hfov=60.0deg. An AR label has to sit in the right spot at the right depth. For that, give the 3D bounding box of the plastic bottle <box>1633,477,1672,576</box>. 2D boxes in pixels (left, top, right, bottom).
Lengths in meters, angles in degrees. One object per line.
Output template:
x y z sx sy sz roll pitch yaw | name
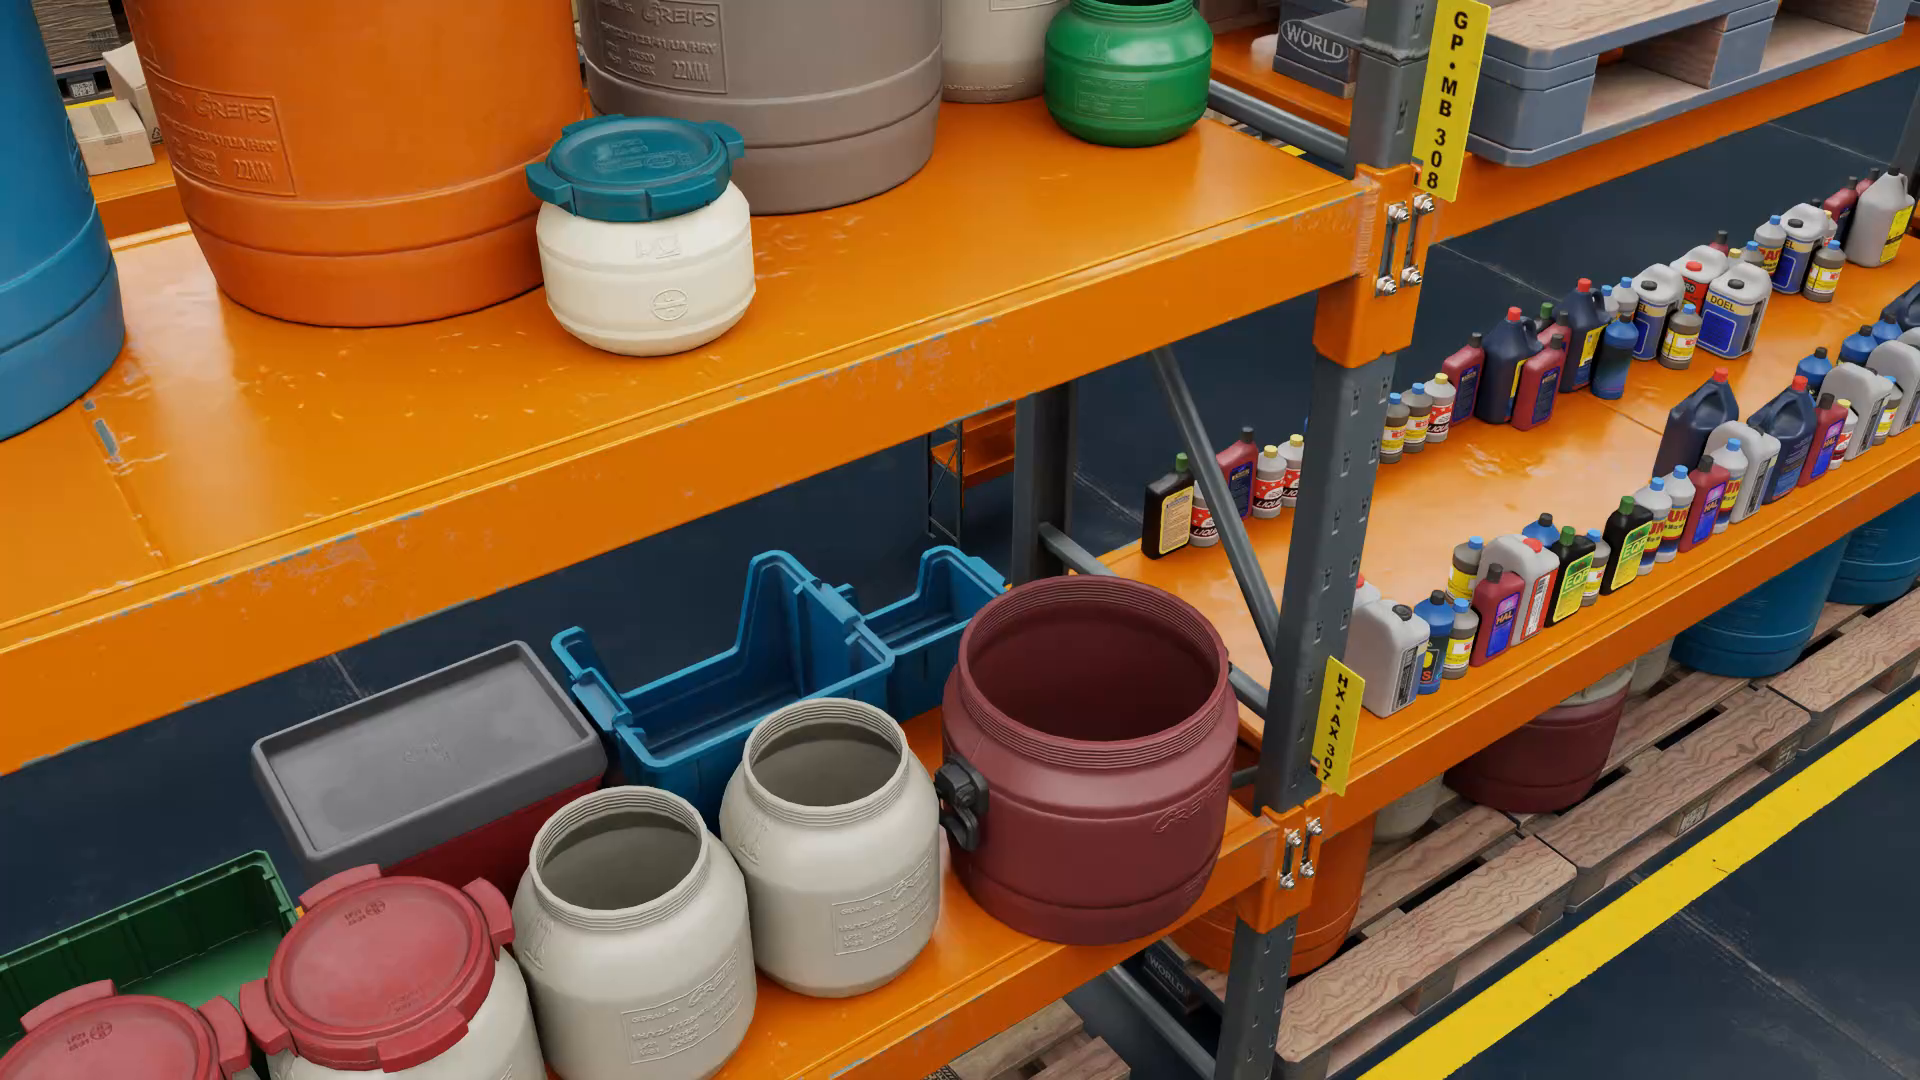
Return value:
1.794 -0.043 4.351 0.097 0.271 0.097 0 36 0 | plastic bottle

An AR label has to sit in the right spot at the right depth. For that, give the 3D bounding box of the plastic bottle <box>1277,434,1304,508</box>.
0.926 -0.199 4.628 0.097 0.201 0.097 0 36 0 | plastic bottle

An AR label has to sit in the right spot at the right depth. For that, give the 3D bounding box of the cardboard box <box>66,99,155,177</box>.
-3.393 -1.607 6.631 0.250 0.149 0.380 -19 40 -25 | cardboard box

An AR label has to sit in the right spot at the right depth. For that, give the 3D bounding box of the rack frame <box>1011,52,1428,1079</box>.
0.468 0.200 3.903 0.127 3.000 1.000 -22 41 -28 | rack frame

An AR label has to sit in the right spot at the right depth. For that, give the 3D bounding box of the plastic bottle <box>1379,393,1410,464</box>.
1.244 -0.330 4.811 0.097 0.201 0.097 0 36 0 | plastic bottle

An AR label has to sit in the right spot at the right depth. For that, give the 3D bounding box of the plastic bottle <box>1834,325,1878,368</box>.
2.693 -0.522 5.017 0.097 0.271 0.097 0 36 0 | plastic bottle

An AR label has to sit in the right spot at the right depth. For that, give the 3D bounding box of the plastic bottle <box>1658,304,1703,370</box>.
2.280 -0.648 5.252 0.097 0.201 0.097 0 36 0 | plastic bottle

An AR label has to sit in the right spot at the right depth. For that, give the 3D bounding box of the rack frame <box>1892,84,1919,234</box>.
3.737 -1.145 5.774 0.127 3.000 1.000 -22 41 -28 | rack frame

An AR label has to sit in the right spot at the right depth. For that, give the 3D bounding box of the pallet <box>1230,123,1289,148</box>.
1.449 -2.609 10.197 1.213 0.211 1.003 -22 41 -28 | pallet

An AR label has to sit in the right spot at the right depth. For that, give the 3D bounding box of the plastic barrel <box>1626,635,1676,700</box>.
2.191 0.254 5.598 0.421 0.512 0.421 0 36 0 | plastic barrel

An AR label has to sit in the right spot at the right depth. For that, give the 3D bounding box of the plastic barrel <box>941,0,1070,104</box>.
0.037 -1.105 3.052 0.421 0.512 0.421 0 36 0 | plastic barrel

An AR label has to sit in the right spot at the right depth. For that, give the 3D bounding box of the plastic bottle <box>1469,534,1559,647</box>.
1.386 0.104 4.143 0.135 0.276 0.152 -22 41 -28 | plastic bottle

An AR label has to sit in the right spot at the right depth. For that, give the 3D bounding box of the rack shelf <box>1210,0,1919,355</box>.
2.103 -1.398 4.172 4.000 0.370 1.077 -22 41 -28 | rack shelf

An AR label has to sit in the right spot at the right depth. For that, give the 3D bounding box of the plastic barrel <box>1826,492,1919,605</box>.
3.283 -0.289 6.020 0.708 0.901 0.600 -22 41 -28 | plastic barrel

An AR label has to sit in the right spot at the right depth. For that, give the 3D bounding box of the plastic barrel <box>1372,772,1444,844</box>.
1.268 0.634 5.070 0.421 0.512 0.421 0 36 0 | plastic barrel

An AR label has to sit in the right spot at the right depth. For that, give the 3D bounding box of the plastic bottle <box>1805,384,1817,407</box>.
2.368 -0.323 4.740 0.097 0.271 0.097 0 36 0 | plastic bottle

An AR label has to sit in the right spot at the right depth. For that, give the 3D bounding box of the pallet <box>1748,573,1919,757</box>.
3.083 0.226 6.255 1.213 0.211 1.003 -22 41 -28 | pallet

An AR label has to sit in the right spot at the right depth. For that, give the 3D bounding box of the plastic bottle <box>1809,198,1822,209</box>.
2.919 -1.048 5.749 0.097 0.271 0.097 0 36 0 | plastic bottle

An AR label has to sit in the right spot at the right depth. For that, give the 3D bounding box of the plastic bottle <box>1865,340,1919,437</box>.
2.781 -0.470 4.941 0.135 0.276 0.152 -22 41 -28 | plastic bottle

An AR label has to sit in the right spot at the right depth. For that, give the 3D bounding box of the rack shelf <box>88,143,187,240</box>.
-4.017 -1.200 6.466 4.000 0.370 1.077 -22 41 -28 | rack shelf

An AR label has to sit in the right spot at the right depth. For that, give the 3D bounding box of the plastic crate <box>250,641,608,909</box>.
-1.029 0.572 3.331 0.583 0.464 0.402 -22 41 -28 | plastic crate

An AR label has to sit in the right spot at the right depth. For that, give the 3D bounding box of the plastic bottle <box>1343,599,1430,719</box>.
1.008 0.259 3.927 0.135 0.276 0.152 -22 41 -28 | plastic bottle

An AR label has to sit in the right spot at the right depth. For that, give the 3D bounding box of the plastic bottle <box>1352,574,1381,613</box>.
0.920 0.187 4.028 0.135 0.276 0.152 -22 41 -28 | plastic bottle

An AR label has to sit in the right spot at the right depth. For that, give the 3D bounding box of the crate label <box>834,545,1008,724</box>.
-0.093 0.231 4.003 0.416 0.233 0.303 -22 41 -28 | crate label

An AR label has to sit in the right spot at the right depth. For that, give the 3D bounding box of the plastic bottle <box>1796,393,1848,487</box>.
2.428 -0.296 4.692 0.133 0.283 0.061 -22 41 -28 | plastic bottle

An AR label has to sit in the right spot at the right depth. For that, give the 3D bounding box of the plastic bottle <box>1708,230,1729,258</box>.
2.466 -0.880 5.504 0.133 0.283 0.061 -22 41 -28 | plastic bottle

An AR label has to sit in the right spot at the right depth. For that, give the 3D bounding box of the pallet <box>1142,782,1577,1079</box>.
1.088 1.047 5.113 1.213 0.211 1.003 -22 41 -28 | pallet

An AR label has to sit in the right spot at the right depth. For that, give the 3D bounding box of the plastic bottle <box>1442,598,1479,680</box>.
1.198 0.231 4.030 0.097 0.201 0.097 0 36 0 | plastic bottle

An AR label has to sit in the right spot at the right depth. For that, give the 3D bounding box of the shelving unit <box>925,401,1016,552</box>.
0.135 -0.543 6.477 0.503 1.200 0.258 -22 41 -28 | shelving unit

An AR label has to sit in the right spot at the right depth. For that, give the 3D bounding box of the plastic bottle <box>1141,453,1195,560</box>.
0.553 -0.092 4.409 0.133 0.283 0.061 -22 41 -28 | plastic bottle

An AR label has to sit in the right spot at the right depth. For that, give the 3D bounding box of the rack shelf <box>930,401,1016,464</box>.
0.135 -0.488 6.516 0.480 0.148 0.258 -22 41 -28 | rack shelf

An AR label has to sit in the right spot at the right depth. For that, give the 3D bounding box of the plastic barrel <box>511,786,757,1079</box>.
-0.594 0.744 3.050 0.421 0.512 0.421 0 36 0 | plastic barrel

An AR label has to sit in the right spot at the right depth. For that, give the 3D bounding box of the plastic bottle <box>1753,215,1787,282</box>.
2.730 -0.970 5.640 0.097 0.271 0.097 0 36 0 | plastic bottle

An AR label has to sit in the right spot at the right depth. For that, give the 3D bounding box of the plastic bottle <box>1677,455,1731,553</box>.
1.978 -0.111 4.435 0.133 0.283 0.061 -22 41 -28 | plastic bottle

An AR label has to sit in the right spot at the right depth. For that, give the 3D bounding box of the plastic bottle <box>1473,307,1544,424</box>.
1.641 -0.538 4.971 0.185 0.351 0.144 -22 41 -28 | plastic bottle

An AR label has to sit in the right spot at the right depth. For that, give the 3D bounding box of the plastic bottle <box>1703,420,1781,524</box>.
2.141 -0.207 4.576 0.135 0.276 0.152 -22 41 -28 | plastic bottle

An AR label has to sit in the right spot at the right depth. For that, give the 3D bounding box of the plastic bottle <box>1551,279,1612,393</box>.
1.901 -0.645 5.120 0.185 0.351 0.144 -22 41 -28 | plastic bottle

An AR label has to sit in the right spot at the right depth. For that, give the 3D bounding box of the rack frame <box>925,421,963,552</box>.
-0.064 -0.461 6.363 0.015 1.200 0.240 -22 41 -28 | rack frame

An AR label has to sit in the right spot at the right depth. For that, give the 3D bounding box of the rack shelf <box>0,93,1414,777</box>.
-1.167 -0.053 2.302 4.000 0.370 1.077 -22 41 -28 | rack shelf

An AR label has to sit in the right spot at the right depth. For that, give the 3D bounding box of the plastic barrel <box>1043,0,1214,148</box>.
0.295 -0.847 2.923 0.294 0.245 0.294 0 36 0 | plastic barrel

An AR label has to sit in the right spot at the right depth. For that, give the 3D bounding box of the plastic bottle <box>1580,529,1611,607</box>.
1.605 0.063 4.264 0.097 0.201 0.097 0 36 0 | plastic bottle

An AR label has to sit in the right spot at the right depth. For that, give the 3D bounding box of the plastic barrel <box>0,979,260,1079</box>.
-1.294 1.026 2.637 0.433 0.535 0.433 0 36 0 | plastic barrel

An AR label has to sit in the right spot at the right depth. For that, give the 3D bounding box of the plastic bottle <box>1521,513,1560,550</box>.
1.461 0.050 4.221 0.097 0.271 0.097 0 36 0 | plastic bottle

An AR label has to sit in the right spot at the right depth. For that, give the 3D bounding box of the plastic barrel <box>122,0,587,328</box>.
-0.863 -0.799 2.356 0.708 0.830 0.600 -22 41 -28 | plastic barrel

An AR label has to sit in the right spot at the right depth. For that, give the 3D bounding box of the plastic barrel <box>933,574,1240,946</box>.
0.263 0.446 3.445 0.708 0.536 0.600 -22 41 -28 | plastic barrel

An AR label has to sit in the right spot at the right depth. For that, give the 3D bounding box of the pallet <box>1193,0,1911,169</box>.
1.149 -1.152 3.375 1.213 0.211 1.003 -22 41 -28 | pallet

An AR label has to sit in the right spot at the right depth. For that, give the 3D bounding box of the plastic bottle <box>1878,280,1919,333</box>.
2.940 -0.667 5.150 0.185 0.351 0.144 -22 41 -28 | plastic bottle

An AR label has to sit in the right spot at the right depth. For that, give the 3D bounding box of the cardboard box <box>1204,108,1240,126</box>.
1.355 -2.636 9.772 0.500 0.311 0.500 -22 41 -28 | cardboard box

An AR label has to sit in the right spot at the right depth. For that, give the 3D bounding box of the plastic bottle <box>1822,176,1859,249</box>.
3.083 -1.133 5.857 0.133 0.283 0.061 -22 41 -28 | plastic bottle

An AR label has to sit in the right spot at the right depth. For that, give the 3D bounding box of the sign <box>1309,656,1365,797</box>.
0.790 0.394 3.493 0.005 0.325 0.100 -22 41 -28 | sign

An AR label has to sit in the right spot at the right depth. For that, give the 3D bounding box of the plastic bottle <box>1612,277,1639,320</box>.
2.083 -0.704 5.270 0.097 0.271 0.097 0 36 0 | plastic bottle

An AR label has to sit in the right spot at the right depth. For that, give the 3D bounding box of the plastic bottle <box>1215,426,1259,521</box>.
0.741 -0.170 4.517 0.133 0.283 0.061 -22 41 -28 | plastic bottle

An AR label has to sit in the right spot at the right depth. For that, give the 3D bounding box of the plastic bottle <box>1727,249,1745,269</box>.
2.571 -0.876 5.570 0.097 0.201 0.097 0 36 0 | plastic bottle

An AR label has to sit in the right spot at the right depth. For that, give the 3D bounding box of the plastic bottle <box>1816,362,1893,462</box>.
2.591 -0.392 4.833 0.135 0.276 0.152 -22 41 -28 | plastic bottle

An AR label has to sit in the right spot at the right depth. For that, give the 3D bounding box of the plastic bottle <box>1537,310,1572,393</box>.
1.782 -0.555 5.052 0.133 0.283 0.061 -22 41 -28 | plastic bottle

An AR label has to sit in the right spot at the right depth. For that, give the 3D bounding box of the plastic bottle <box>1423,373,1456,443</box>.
1.403 -0.396 4.902 0.097 0.201 0.097 0 36 0 | plastic bottle

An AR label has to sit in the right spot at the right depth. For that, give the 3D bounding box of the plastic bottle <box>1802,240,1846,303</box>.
2.927 -0.915 5.623 0.097 0.201 0.097 0 36 0 | plastic bottle

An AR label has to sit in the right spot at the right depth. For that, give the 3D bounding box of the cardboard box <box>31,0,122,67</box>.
-5.798 -3.425 10.707 0.500 0.500 0.700 -22 41 -27 | cardboard box
